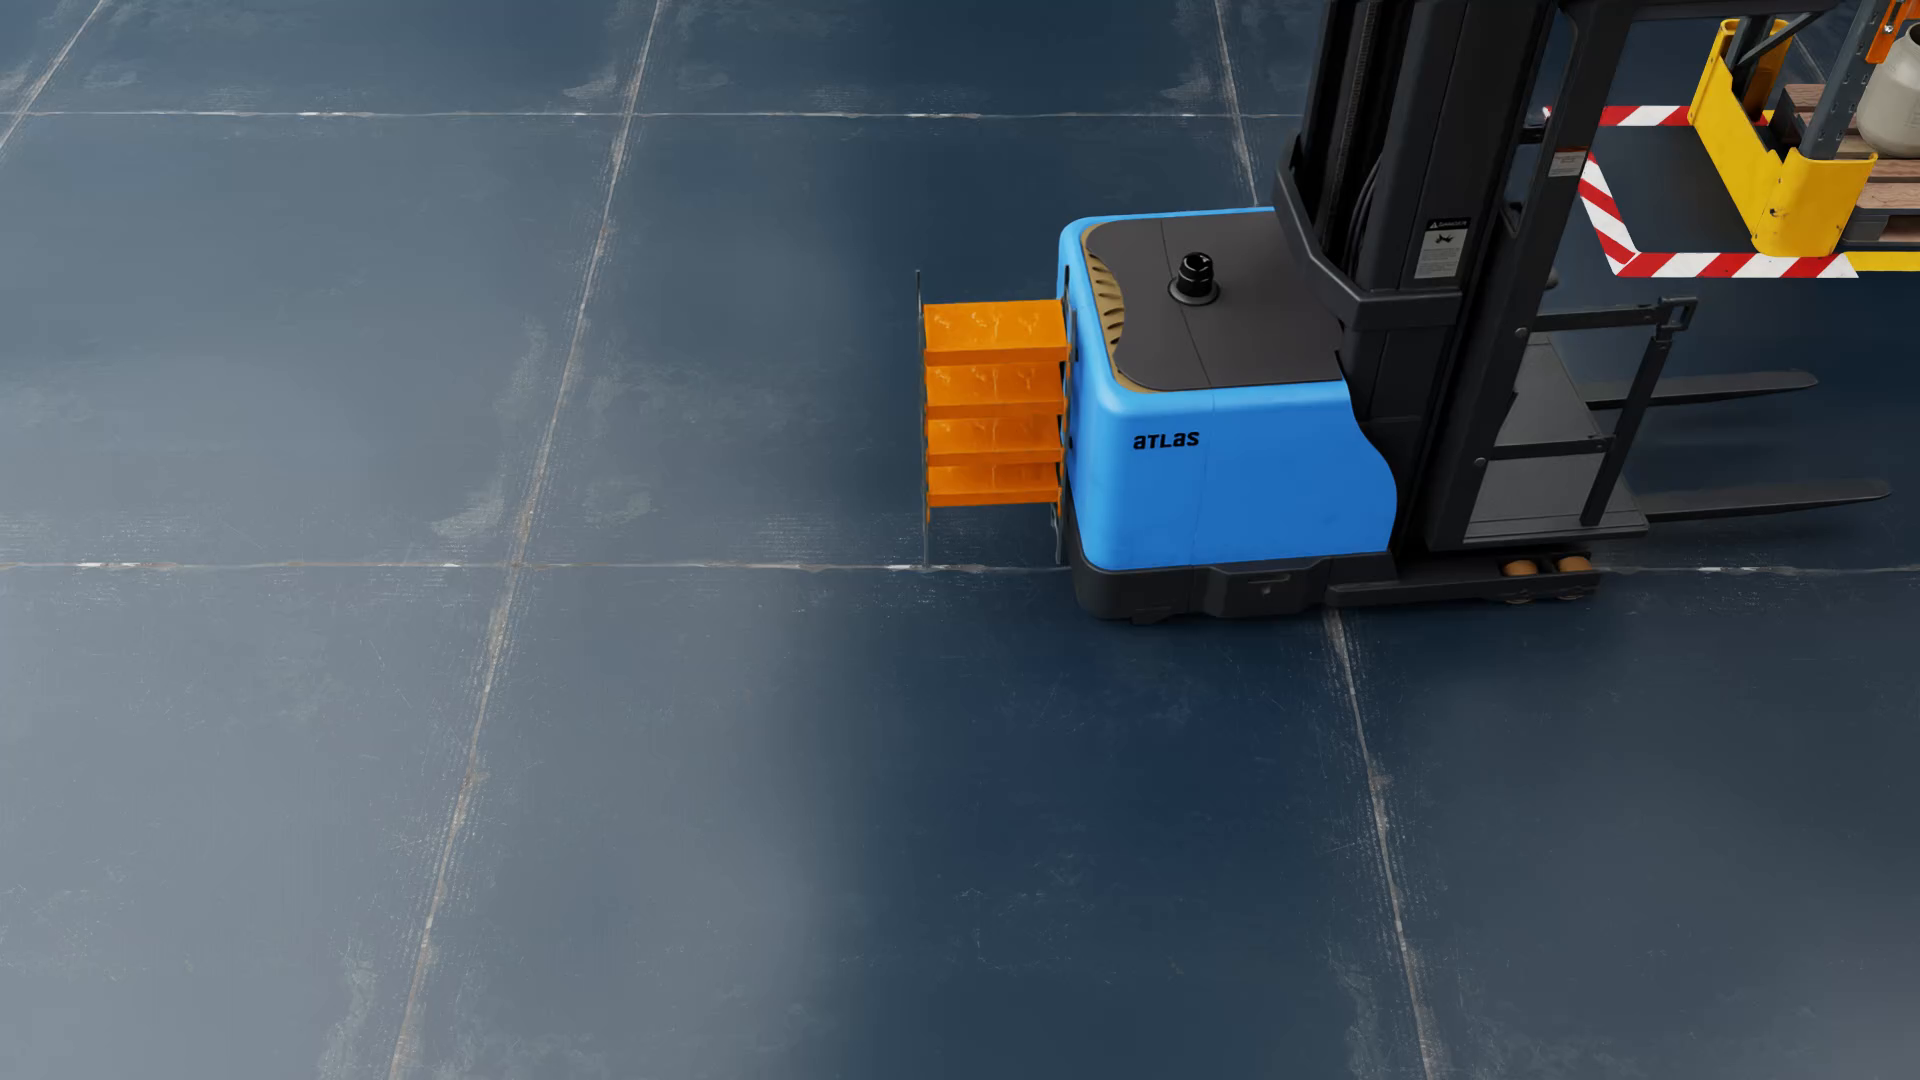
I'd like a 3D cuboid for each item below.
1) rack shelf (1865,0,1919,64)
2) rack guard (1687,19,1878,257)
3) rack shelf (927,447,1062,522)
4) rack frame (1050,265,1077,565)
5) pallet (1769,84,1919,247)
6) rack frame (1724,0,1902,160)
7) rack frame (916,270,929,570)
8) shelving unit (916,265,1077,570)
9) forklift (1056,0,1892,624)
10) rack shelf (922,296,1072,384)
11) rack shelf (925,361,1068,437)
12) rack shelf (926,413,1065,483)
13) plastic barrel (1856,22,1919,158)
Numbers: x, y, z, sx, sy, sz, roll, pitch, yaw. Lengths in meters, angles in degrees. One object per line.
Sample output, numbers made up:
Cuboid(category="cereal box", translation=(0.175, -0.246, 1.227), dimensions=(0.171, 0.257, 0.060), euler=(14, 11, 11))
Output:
Cuboid(category="rack shelf", translation=(5.672, -2.429, 6.953), dimensions=(4.000, 0.370, 1.077), euler=(0, 47, 0))
Cuboid(category="rack guard", translation=(3.748, -1.862, 7.642), dimensions=(0.348, 0.500, 1.175), euler=(0, 47, 0))
Cuboid(category="rack shelf", translation=(0.115, -0.214, 5.992), dimensions=(0.480, 0.148, 0.258), euler=(-2, 47, -2))
Cuboid(category="rack frame", translation=(0.358, -0.405, 5.808), dimensions=(0.015, 1.200, 0.240), euler=(-2, 47, -2))
Cuboid(category="pallet", translation=(4.561, -1.758, 7.742), dimensions=(1.213, 0.211, 1.003), euler=(0, 47, 0))
Cuboid(category="rack frame", translation=(3.672, -2.680, 6.695), dimensions=(0.127, 3.000, 1.000), euler=(0, 47, 0))
Cuboid(category="rack frame", translation=(-0.129, -0.384, 5.788), dimensions=(0.015, 1.200, 0.240), euler=(-2, 47, -2))
Cuboid(category="shelving unit", translation=(0.115, -0.395, 5.798), dimensions=(0.503, 1.200, 0.258), euler=(-2, 47, -2))
Cuboid(category="forklift", translation=(1.886, -1.153, 5.320), dimensions=(3.031, 2.935, 1.130), euler=(-4, 47, -4))
Cuboid(category="rack shelf", translation=(0.115, -0.663, 5.510), dimensions=(0.480, 0.148, 0.258), euler=(-2, 47, -2))
Cuboid(category="rack shelf", translation=(0.115, -0.501, 5.683), dimensions=(0.480, 0.148, 0.258), euler=(-2, 47, -2))
Cuboid(category="rack shelf", translation=(0.115, -0.349, 5.847), dimensions=(0.480, 0.148, 0.258), euler=(-2, 47, -2))
Cuboid(category="plastic barrel", translation=(4.331, -2.029, 7.502), dimensions=(0.421, 0.512, 0.421), euler=(0, 47, 0))
